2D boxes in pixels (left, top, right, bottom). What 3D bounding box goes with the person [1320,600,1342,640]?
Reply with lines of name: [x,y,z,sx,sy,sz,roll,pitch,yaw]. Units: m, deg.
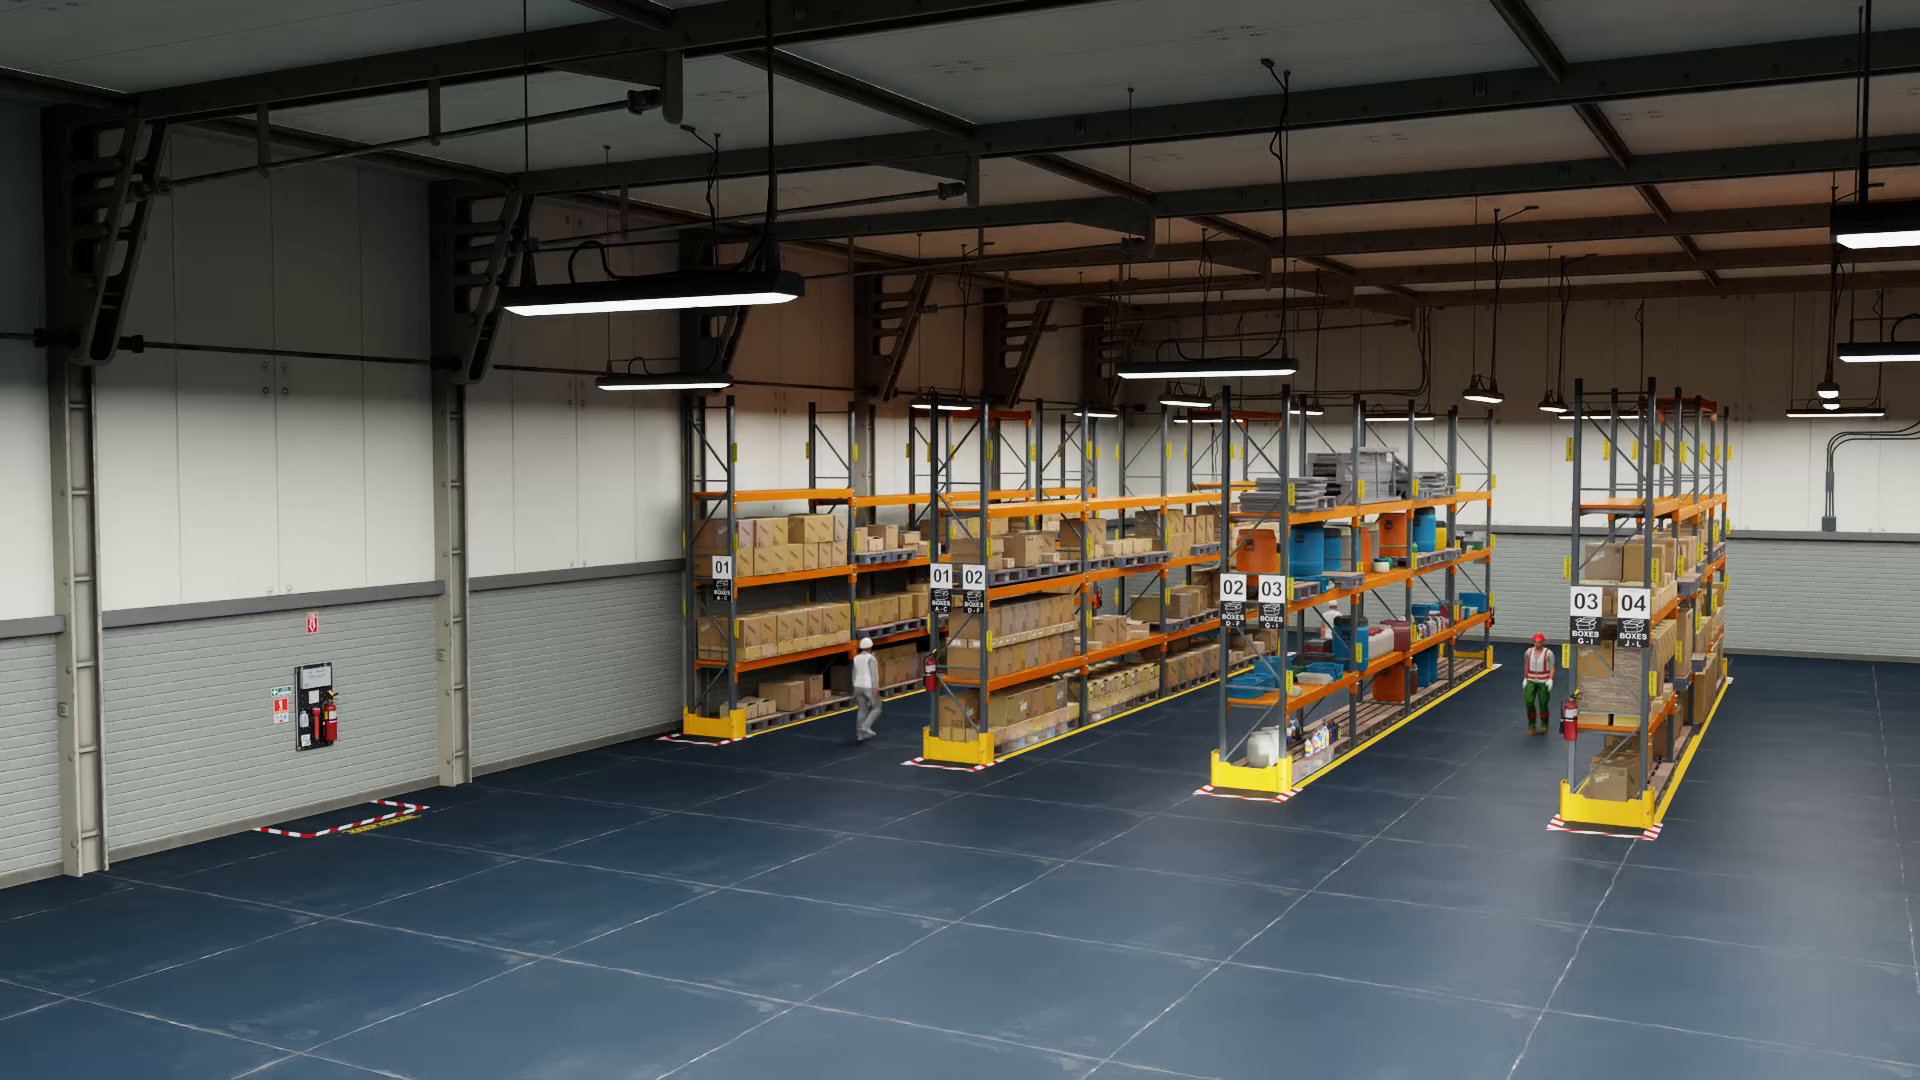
person: [8.196,2.190,36.596,0.575,1.787,0.530,2,4,35]

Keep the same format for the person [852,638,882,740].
person: [-1.657,2.585,29.003,0.570,1.763,0.478,2,4,38]

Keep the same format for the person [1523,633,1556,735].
person: [10.303,2.569,29.615,0.597,1.842,0.535,2,4,37]
